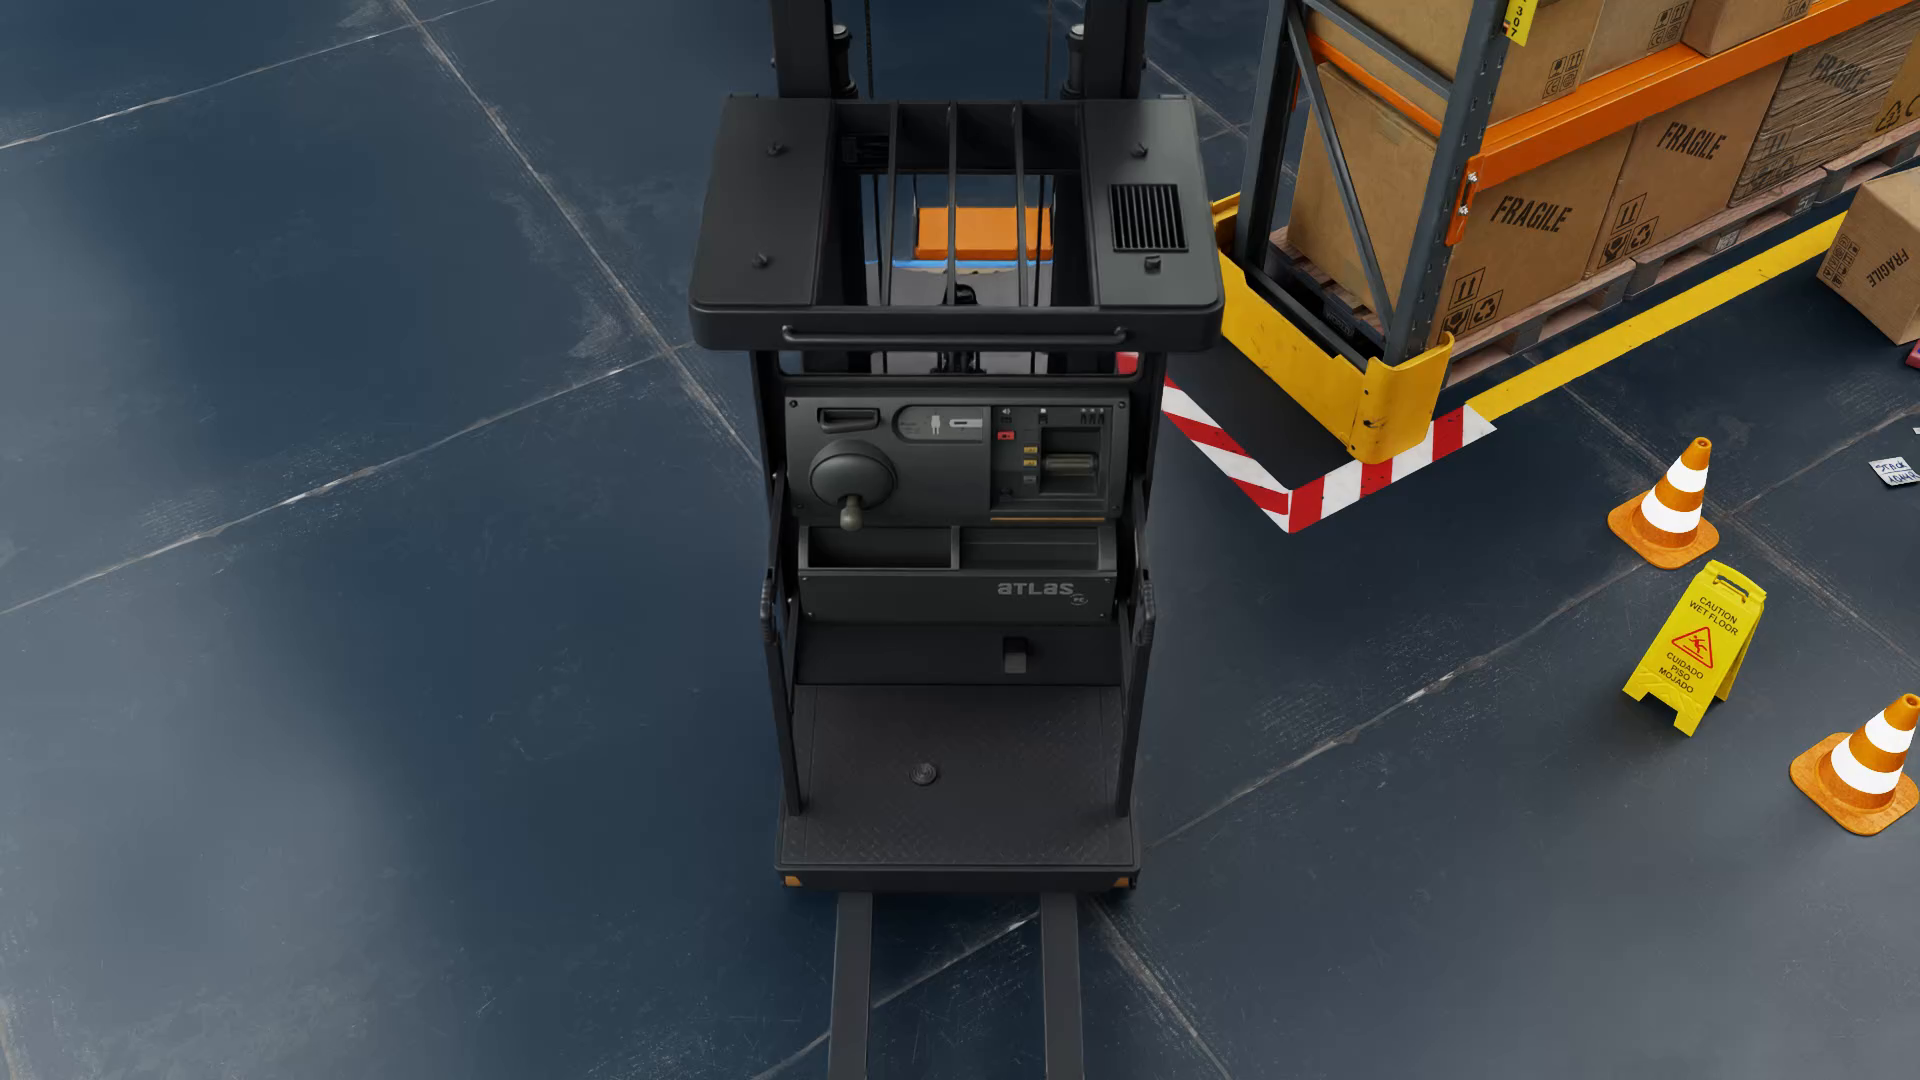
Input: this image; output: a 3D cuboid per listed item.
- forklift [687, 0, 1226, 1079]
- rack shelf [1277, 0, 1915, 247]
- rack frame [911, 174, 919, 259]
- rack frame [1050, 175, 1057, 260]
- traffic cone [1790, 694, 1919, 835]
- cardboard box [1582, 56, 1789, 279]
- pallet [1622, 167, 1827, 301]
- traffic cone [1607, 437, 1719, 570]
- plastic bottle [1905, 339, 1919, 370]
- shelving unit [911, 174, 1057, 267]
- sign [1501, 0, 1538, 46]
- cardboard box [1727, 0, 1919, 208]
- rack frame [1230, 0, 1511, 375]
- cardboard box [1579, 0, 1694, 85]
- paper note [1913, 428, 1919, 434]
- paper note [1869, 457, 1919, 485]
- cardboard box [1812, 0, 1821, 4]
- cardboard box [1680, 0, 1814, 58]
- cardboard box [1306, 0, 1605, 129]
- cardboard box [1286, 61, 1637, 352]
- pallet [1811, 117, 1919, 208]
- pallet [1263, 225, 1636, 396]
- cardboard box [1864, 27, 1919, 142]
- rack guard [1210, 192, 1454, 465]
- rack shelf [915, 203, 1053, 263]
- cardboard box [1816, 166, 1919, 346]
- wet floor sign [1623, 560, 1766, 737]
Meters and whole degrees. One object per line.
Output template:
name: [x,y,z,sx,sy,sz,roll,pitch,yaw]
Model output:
forklift: [-0.006,-0.118,4.392,1.130,2.935,3.031,0,48,0]
rack shelf: [3.139,-2.278,6.752,4.000,0.370,1.077,-25,53,-21]
rack frame: [-0.158,-0.787,6.146,0.015,1.200,0.240,0,48,0]
rack frame: [0.330,-0.785,6.144,0.015,1.200,0.240,0,48,0]
traffic cone: [2.969,0.657,5.355,0.334,0.463,0.336,-25,53,-21]
cardboard box: [2.728,-1.818,7.002,0.875,0.875,0.875,-26,53,-21]
pallet: [3.112,-1.645,7.573,1.213,0.211,1.003,-25,53,-21]
traffic cone: [2.654,-0.192,6.111,0.334,0.463,0.336,-25,53,-21]
plastic bottle: [4.067,-0.721,6.851,0.283,0.061,0.133,30,55,24]
shelving unit: [0.086,-0.786,6.145,0.503,1.200,0.258,0,48,0]
sign: [1.738,-1.682,5.107,0.005,0.325,0.100,-25,53,-21]
cardboard box: [3.500,-2.180,7.324,0.875,0.875,0.875,-25,53,-21]
rack frame: [1.447,-1.721,5.774,0.127,3.000,1.000,-25,53,-21]
cardboard box: [2.190,-2.180,6.082,0.550,0.550,0.875,-25,53,-21]
paper note: [3.869,-0.437,6.632,0.123,0.001,0.032,-2,48,-1]
paper note: [3.644,-0.269,6.470,0.142,0.017,0.144,-9,49,-8]
cardboard box: [3.157,-2.561,6.422,0.500,0.550,0.875,-25,53,-21]
cardboard box: [2.731,-2.324,6.211,0.550,0.550,0.875,-25,53,-21]
cardboard box: [1.737,-1.947,5.875,0.550,0.550,0.875,-25,53,-21]
cardboard box: [1.985,-1.466,6.688,0.875,0.875,0.875,-25,53,-21]
pallet: [4.145,-2.134,8.009,1.213,0.211,1.003,-25,53,-21]
pallet: [2.082,-1.161,7.143,1.213,0.211,1.003,-25,53,-21]
cardboard box: [4.261,-2.541,7.646,0.875,0.875,0.875,-24,53,-20]
rack guard: [1.427,-0.880,6.699,0.348,0.500,1.175,-25,53,-21]
rack shelf: [0.086,-1.050,5.854,0.480,0.148,0.258,0,48,0]
cardboard box: [4.065,-1.217,6.998,0.500,0.500,0.500,-17,51,-15]
wet floor sign: [2.479,0.324,5.529,0.232,0.644,0.267,-34,57,-27]
